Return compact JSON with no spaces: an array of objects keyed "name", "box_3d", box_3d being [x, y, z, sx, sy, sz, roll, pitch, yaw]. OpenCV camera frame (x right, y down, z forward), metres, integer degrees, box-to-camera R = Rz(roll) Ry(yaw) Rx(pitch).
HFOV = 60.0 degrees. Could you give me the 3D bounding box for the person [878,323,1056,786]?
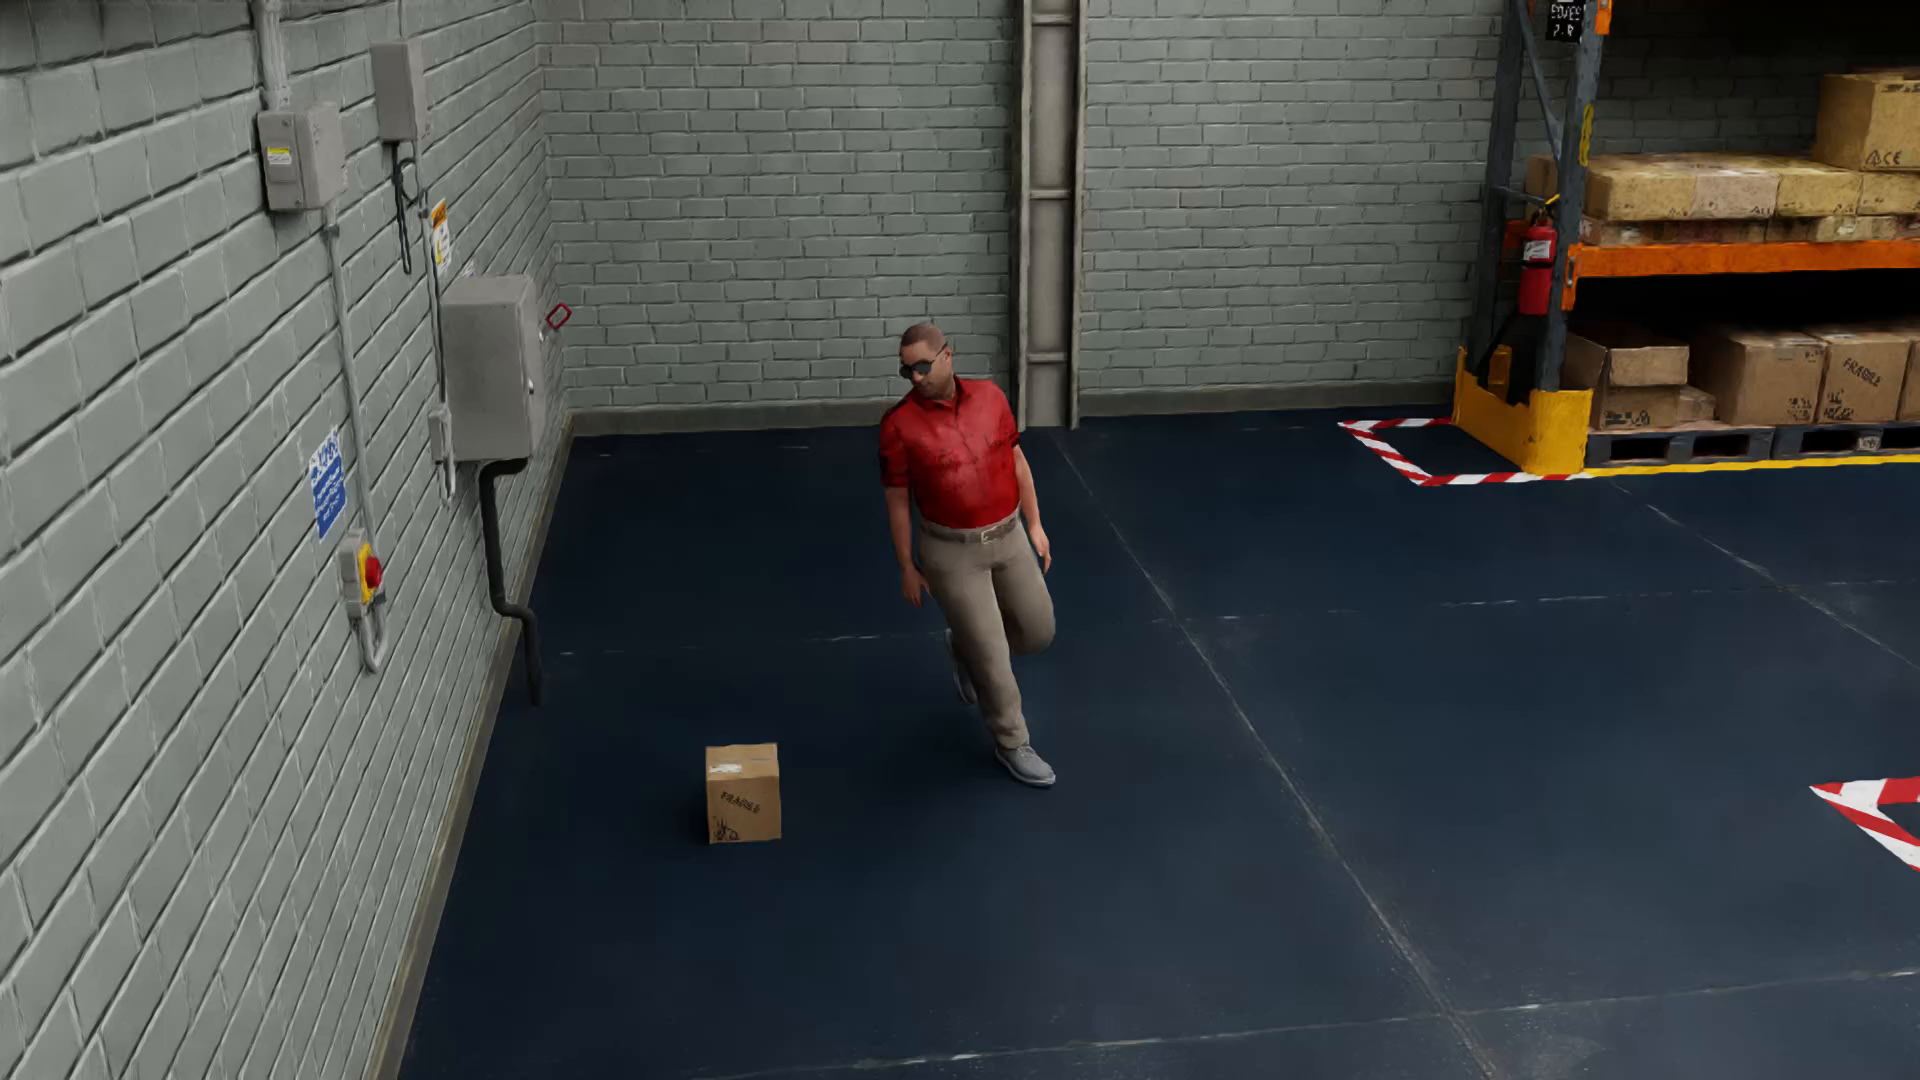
[{"name":"person","box_3d":[0.038,0.035,6.075,0.614,1.666,0.755,-11,23,-28]}]
